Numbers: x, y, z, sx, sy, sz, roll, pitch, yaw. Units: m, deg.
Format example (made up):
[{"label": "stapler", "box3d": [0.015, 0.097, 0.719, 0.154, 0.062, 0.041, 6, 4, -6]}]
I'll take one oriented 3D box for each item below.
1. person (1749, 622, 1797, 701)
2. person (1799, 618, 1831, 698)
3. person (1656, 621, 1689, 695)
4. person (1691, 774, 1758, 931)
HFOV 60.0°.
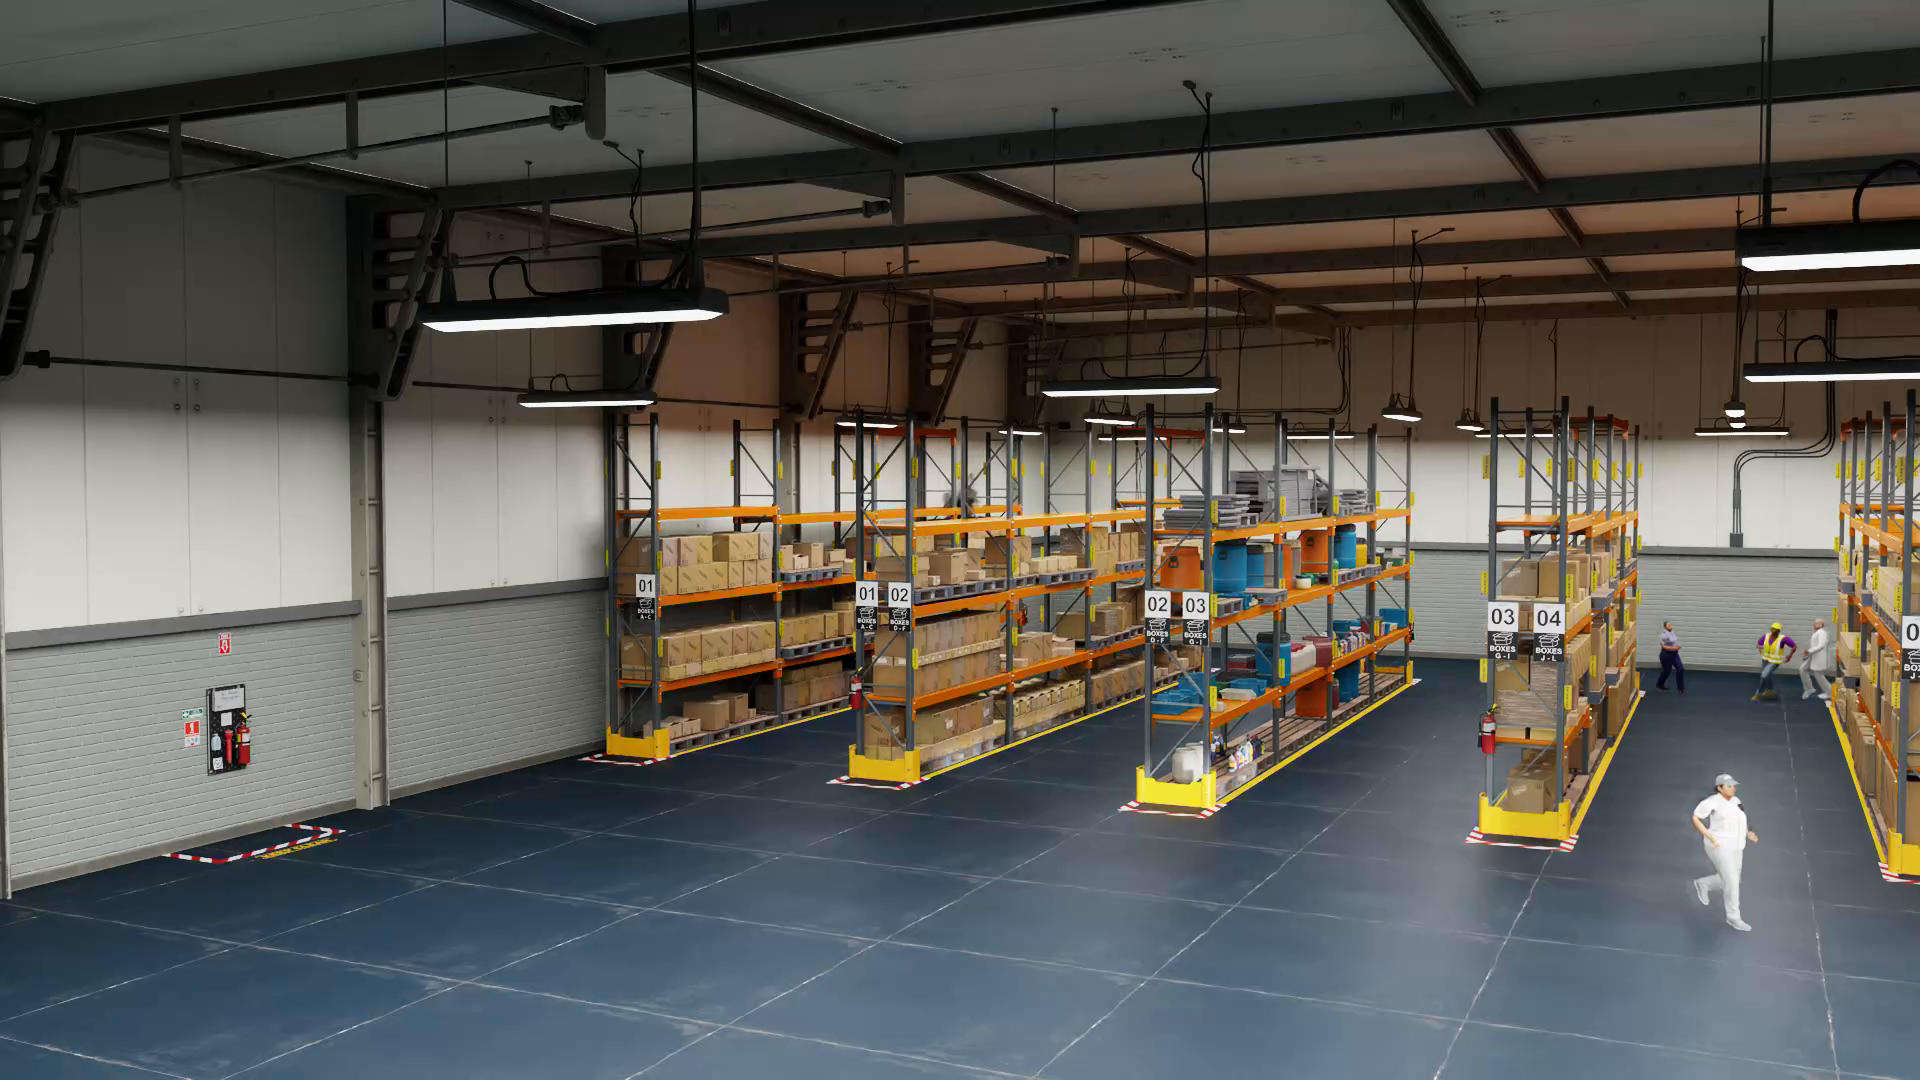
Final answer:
[{"label": "person", "box3d": [17.630, 2.647, 36.074, 0.827, 1.749, 0.805, -1, 3, -30]}, {"label": "person", "box3d": [18.751, 2.616, 36.313, 0.713, 1.817, 0.724, 1, 3, 20]}, {"label": "person", "box3d": [15.849, 2.631, 37.233, 0.599, 1.670, 0.741, -1, 3, -31]}, {"label": "person", "box3d": [8.432, 3.417, 18.419, 0.607, 1.665, 0.830, -1, 3, -25]}]
